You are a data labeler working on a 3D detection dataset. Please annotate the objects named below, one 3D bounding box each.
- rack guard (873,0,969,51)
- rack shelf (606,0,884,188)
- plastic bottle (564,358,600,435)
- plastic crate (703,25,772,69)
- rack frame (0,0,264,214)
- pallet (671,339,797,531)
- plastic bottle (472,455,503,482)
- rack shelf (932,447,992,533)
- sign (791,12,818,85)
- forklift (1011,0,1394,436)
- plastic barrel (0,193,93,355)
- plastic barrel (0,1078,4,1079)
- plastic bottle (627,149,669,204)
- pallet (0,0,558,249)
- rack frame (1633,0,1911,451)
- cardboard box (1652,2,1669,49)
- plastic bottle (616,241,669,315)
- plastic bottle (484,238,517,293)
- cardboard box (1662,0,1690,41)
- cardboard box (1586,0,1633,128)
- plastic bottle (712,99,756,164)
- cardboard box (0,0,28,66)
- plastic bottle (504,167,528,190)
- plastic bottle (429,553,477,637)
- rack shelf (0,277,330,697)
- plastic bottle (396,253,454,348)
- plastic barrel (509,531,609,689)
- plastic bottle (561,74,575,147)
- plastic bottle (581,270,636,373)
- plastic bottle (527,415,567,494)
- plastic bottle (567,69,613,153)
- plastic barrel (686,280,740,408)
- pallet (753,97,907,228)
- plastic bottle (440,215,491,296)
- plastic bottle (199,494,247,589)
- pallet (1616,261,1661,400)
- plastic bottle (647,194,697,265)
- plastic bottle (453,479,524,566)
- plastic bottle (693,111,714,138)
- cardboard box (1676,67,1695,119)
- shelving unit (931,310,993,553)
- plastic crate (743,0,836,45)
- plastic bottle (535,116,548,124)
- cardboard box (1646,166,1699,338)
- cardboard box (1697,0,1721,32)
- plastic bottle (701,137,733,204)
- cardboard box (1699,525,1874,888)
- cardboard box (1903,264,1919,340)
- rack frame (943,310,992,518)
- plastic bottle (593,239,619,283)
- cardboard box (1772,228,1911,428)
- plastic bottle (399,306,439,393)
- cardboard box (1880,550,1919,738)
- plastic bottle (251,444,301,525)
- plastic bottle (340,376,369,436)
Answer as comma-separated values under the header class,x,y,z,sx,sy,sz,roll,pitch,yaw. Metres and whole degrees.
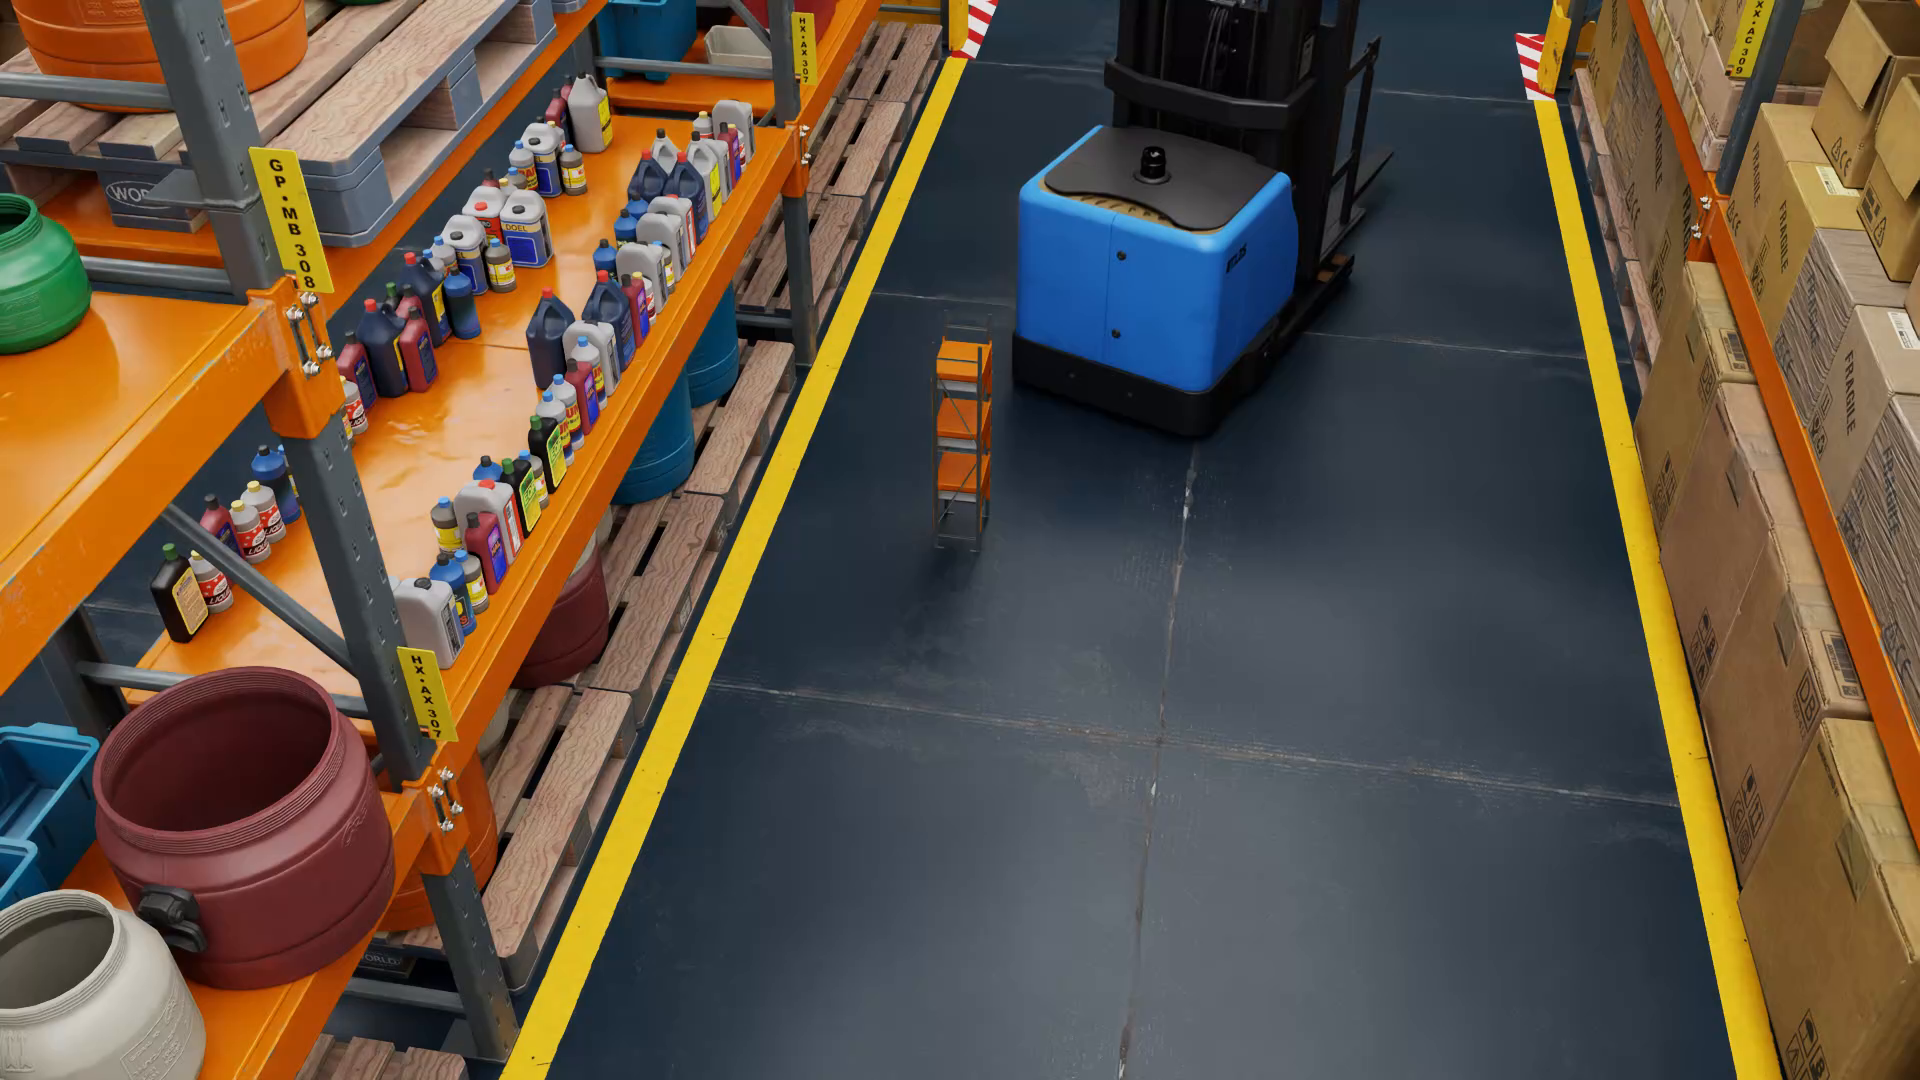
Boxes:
class,x,y,z,sx,sy,sz,roll,pitch,yaw
rack guard,-0.537,-3.667,11.293,1.175,0.500,0.348,6,40,8
rack shelf,-0.875,-3.081,9.187,1.077,0.370,4.000,6,40,8
plastic bottle,-1.275,-0.504,5.597,0.061,0.283,0.133,6,40,8
plastic crate,-1.000,-2.301,7.839,0.396,0.136,0.243,6,40,8
rack frame,-1.913,-1.905,2.492,1.000,3.000,0.127,6,40,8
pallet,-1.395,-0.549,7.748,1.003,0.211,1.213,6,40,8
plastic bottle,-1.453,-0.146,5.174,0.097,0.271,0.097,0,40,0
rack shelf,0.009,-0.216,7.140,0.215,0.259,0.240,6,40,8
sign,-0.679,-2.148,7.277,0.100,0.325,0.005,6,40,8
forklift,1.448,-2.528,8.008,1.130,2.935,3.031,21,44,24
plastic barrel,-1.905,-0.528,3.303,0.294,0.245,0.294,0,40,0
plastic barrel,-1.954,1.298,3.239,0.421,0.512,0.421,0,40,0
plastic bottle,-1.232,-1.371,6.593,0.144,0.351,0.185,6,40,8
pallet,-1.684,-1.145,4.075,1.003,0.211,1.213,6,40,8
rack frame,3.657,-1.557,6.779,1.000,3.000,0.127,6,40,8
cardboard box,3.609,-2.494,8.110,0.380,0.149,0.250,6,40,7
plastic bottle,-1.185,-0.997,6.199,0.152,0.276,0.135,6,40,8
plastic bottle,-1.751,-1.049,6.321,0.097,0.201,0.097,0,40,0
cardboard box,3.651,-2.565,7.883,0.500,0.250,0.500,7,40,9
cardboard box,4.318,-3.000,9.862,0.875,0.875,0.875,6,40,8
plastic bottle,-0.971,-1.772,7.137,0.152,0.276,0.135,6,40,8
cardboard box,-5.779,-3.039,10.185,0.797,0.503,0.637,6,40,8
plastic bottle,-1.803,-1.418,6.767,0.097,0.201,0.097,0,40,0
plastic bottle,-1.473,0.151,4.814,0.097,0.271,0.097,0,40,0
rack shelf,-2.259,0.784,2.159,1.077,0.370,4.000,6,40,8
plastic bottle,-1.942,-0.887,6.008,0.144,0.351,0.185,6,40,8
plastic barrel,-1.650,0.157,6.269,0.600,0.588,0.708,6,40,8
plastic bottle,-1.705,-1.875,7.256,0.061,0.283,0.133,6,40,8
plastic bottle,-1.248,-0.780,5.878,0.144,0.351,0.185,6,40,8
plastic bottle,-1.332,-0.298,5.348,0.061,0.283,0.133,6,40,8
plastic bottle,-1.608,-1.874,7.201,0.144,0.351,0.185,6,40,8
plastic barrel,-1.332,-1.117,7.564,0.600,0.901,0.708,6,40,8
pallet,-0.923,-2.262,9.820,1.003,0.211,1.213,6,40,8
plastic bottle,-1.877,-1.080,6.300,0.152,0.276,0.135,6,40,8
plastic bottle,-2.223,0.006,4.980,0.061,0.283,0.133,6,40,8
pallet,3.866,-0.951,8.235,1.003,0.211,1.213,6,40,8
plastic bottle,-1.121,-1.227,6.477,0.152,0.276,0.135,6,40,8
plastic bottle,-1.440,-0.071,5.080,0.152,0.276,0.135,6,40,8
plastic bottle,-1.097,-1.746,7.163,0.097,0.201,0.097,0,40,0
cardboard box,3.476,-2.010,7.525,0.380,0.149,0.250,6,40,7
shelving unit,0.009,-0.438,6.956,0.215,1.050,0.252,6,40,8
plastic crate,-0.819,-2.684,8.045,0.402,0.464,0.583,6,40,8
plastic bottle,-1.746,-1.651,6.994,0.097,0.271,0.097,0,40,0
cardboard box,3.850,-1.305,7.813,0.875,0.875,0.875,6,40,8
cardboard box,3.564,-2.535,7.258,0.500,0.500,0.500,7,40,8
plastic bottle,-1.034,-1.543,6.860,0.152,0.276,0.135,6,40,8
cardboard box,3.267,0.621,5.483,1.225,0.875,0.875,7,40,8
cardboard box,3.333,-0.759,4.949,0.797,0.503,0.637,8,40,9
rack frame,0.030,-0.515,7.049,0.200,1.050,0.008,6,40,8
plastic bottle,-1.311,-0.997,6.203,0.097,0.271,0.097,0,40,0
cardboard box,3.158,-0.705,5.670,0.500,0.500,0.500,6,40,7
plastic bottle,-1.892,-0.666,5.793,0.061,0.283,0.133,6,40,8
cardboard box,2.899,0.265,4.496,0.500,0.500,0.500,6,40,7
plastic bottle,-2.152,-0.182,5.217,0.097,0.271,0.097,0,40,0
plastic bottle,-2.067,-0.460,5.608,0.097,0.201,0.097,0,40,0
